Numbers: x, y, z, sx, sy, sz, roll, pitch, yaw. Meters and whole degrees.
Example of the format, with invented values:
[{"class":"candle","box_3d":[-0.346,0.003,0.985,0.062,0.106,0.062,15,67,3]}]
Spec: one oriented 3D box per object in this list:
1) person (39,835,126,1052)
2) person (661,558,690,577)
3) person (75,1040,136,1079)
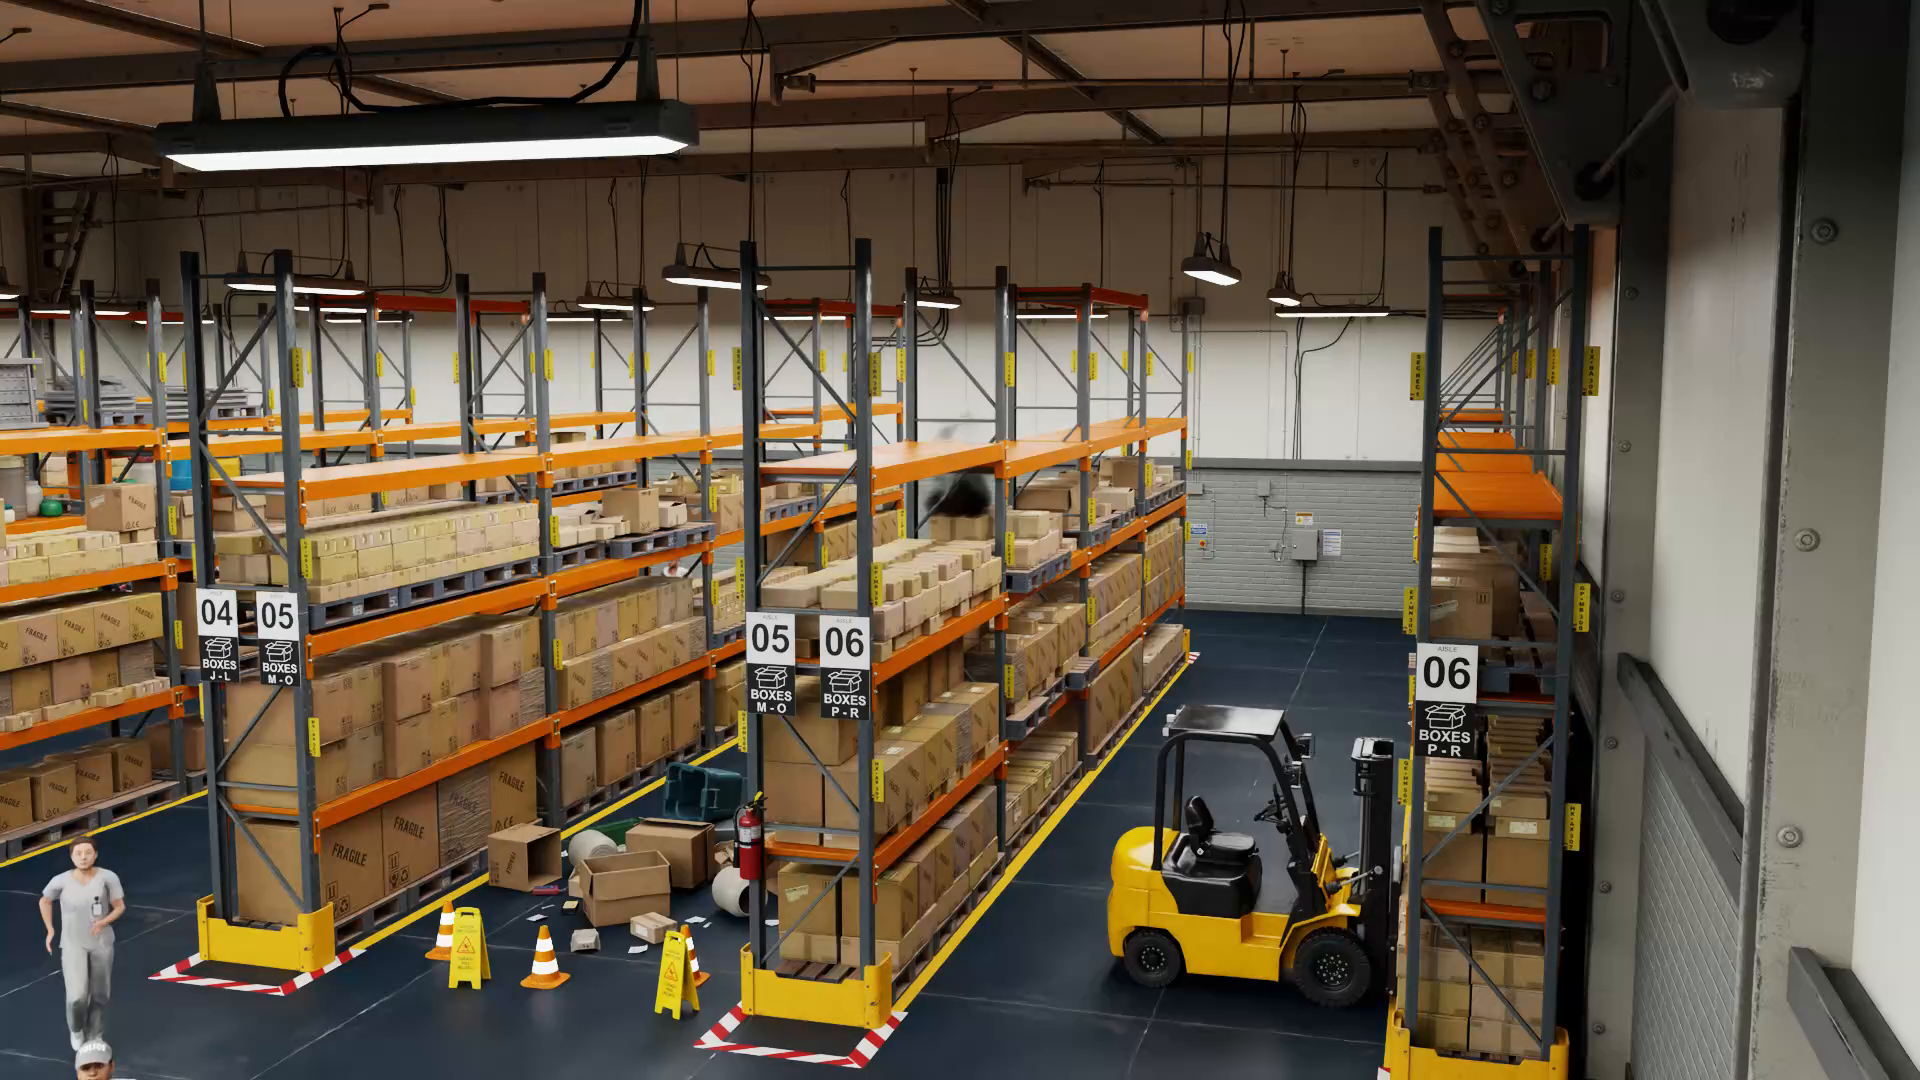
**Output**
[{"class":"person","box_3d":[-6.404,2.981,12.181,0.548,1.633,0.620,-4,7,-31]},{"class":"person","box_3d":[-4.948,1.070,28.852,0.598,1.750,0.753,1,6,5]},{"class":"person","box_3d":[-4.485,3.401,8.677,0.634,1.635,0.559,-3,7,-24]}]
